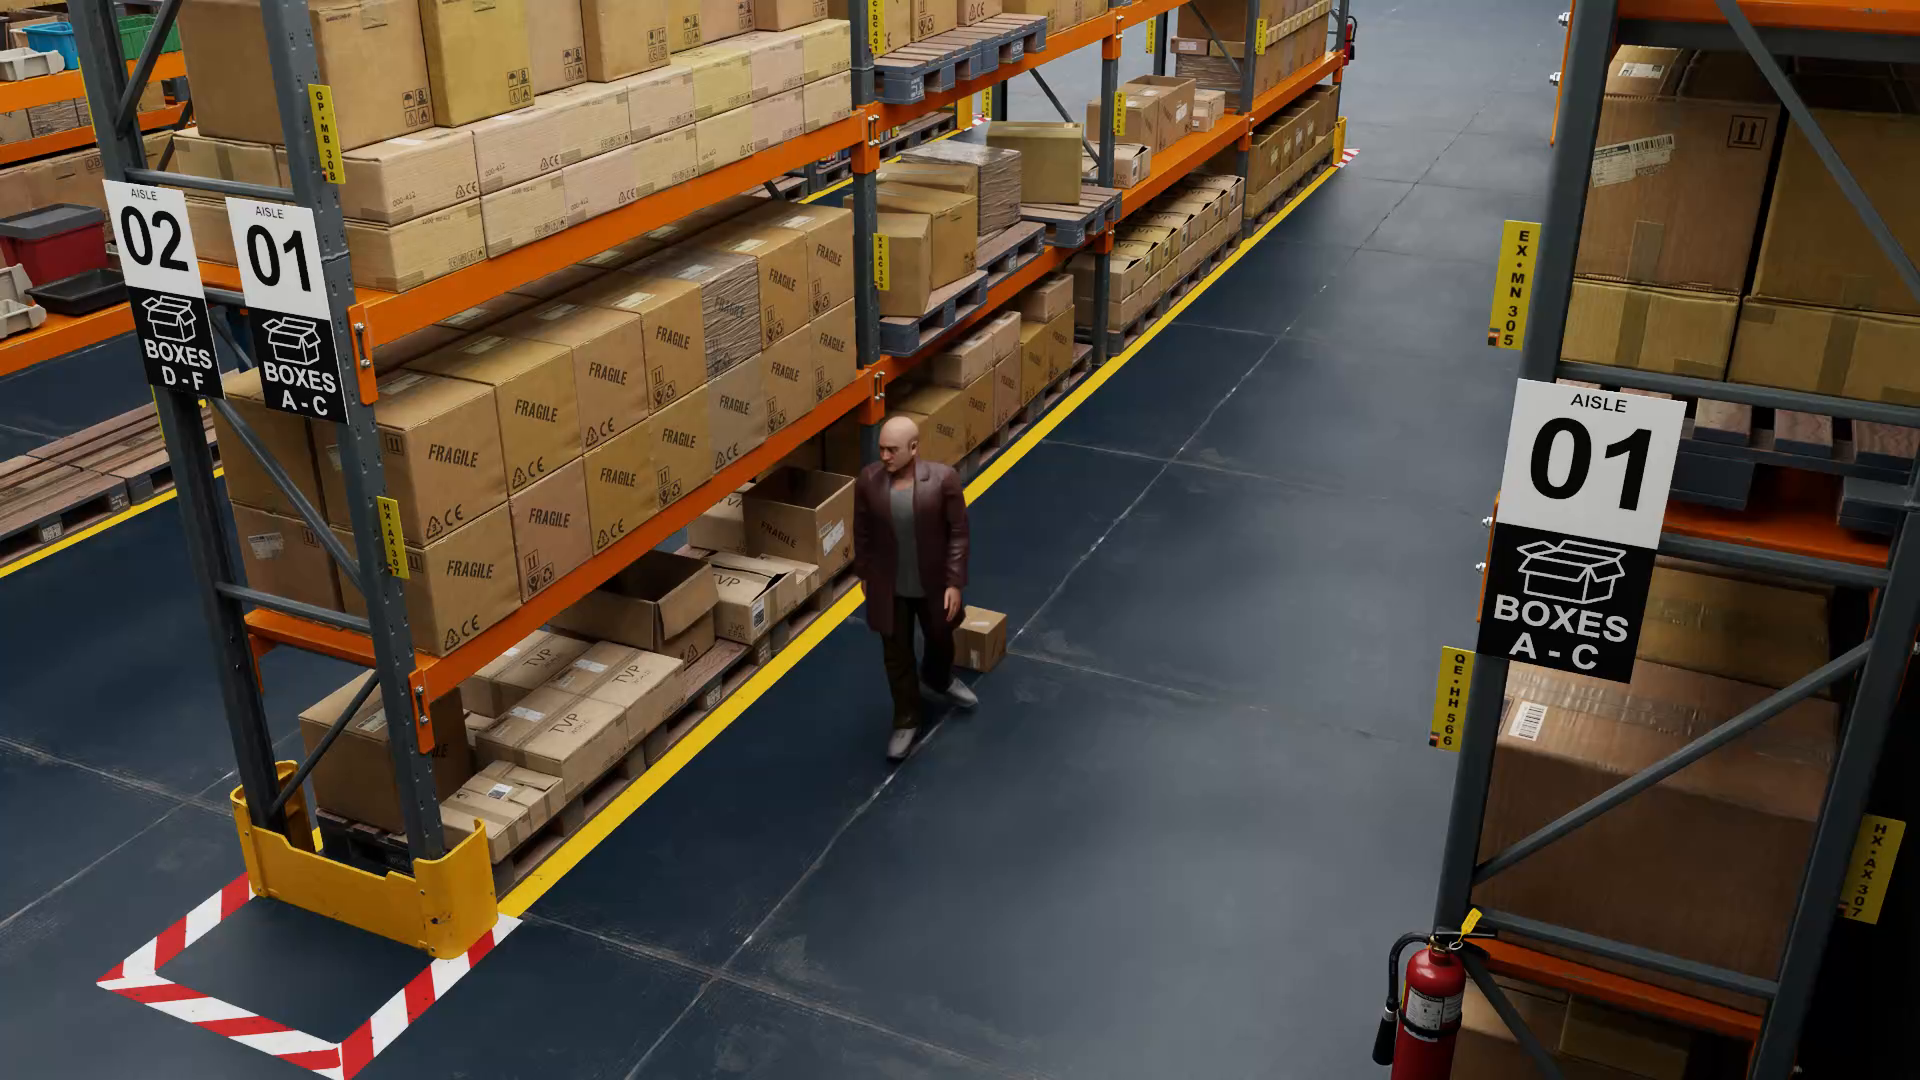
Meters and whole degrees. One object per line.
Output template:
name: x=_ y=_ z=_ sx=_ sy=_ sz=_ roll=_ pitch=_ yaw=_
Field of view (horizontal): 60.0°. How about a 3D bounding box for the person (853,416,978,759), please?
person: x=-0.220 y=0.177 z=8.252 sx=0.607 sy=1.774 sz=0.699 roll=3 pitch=26 yaw=5
